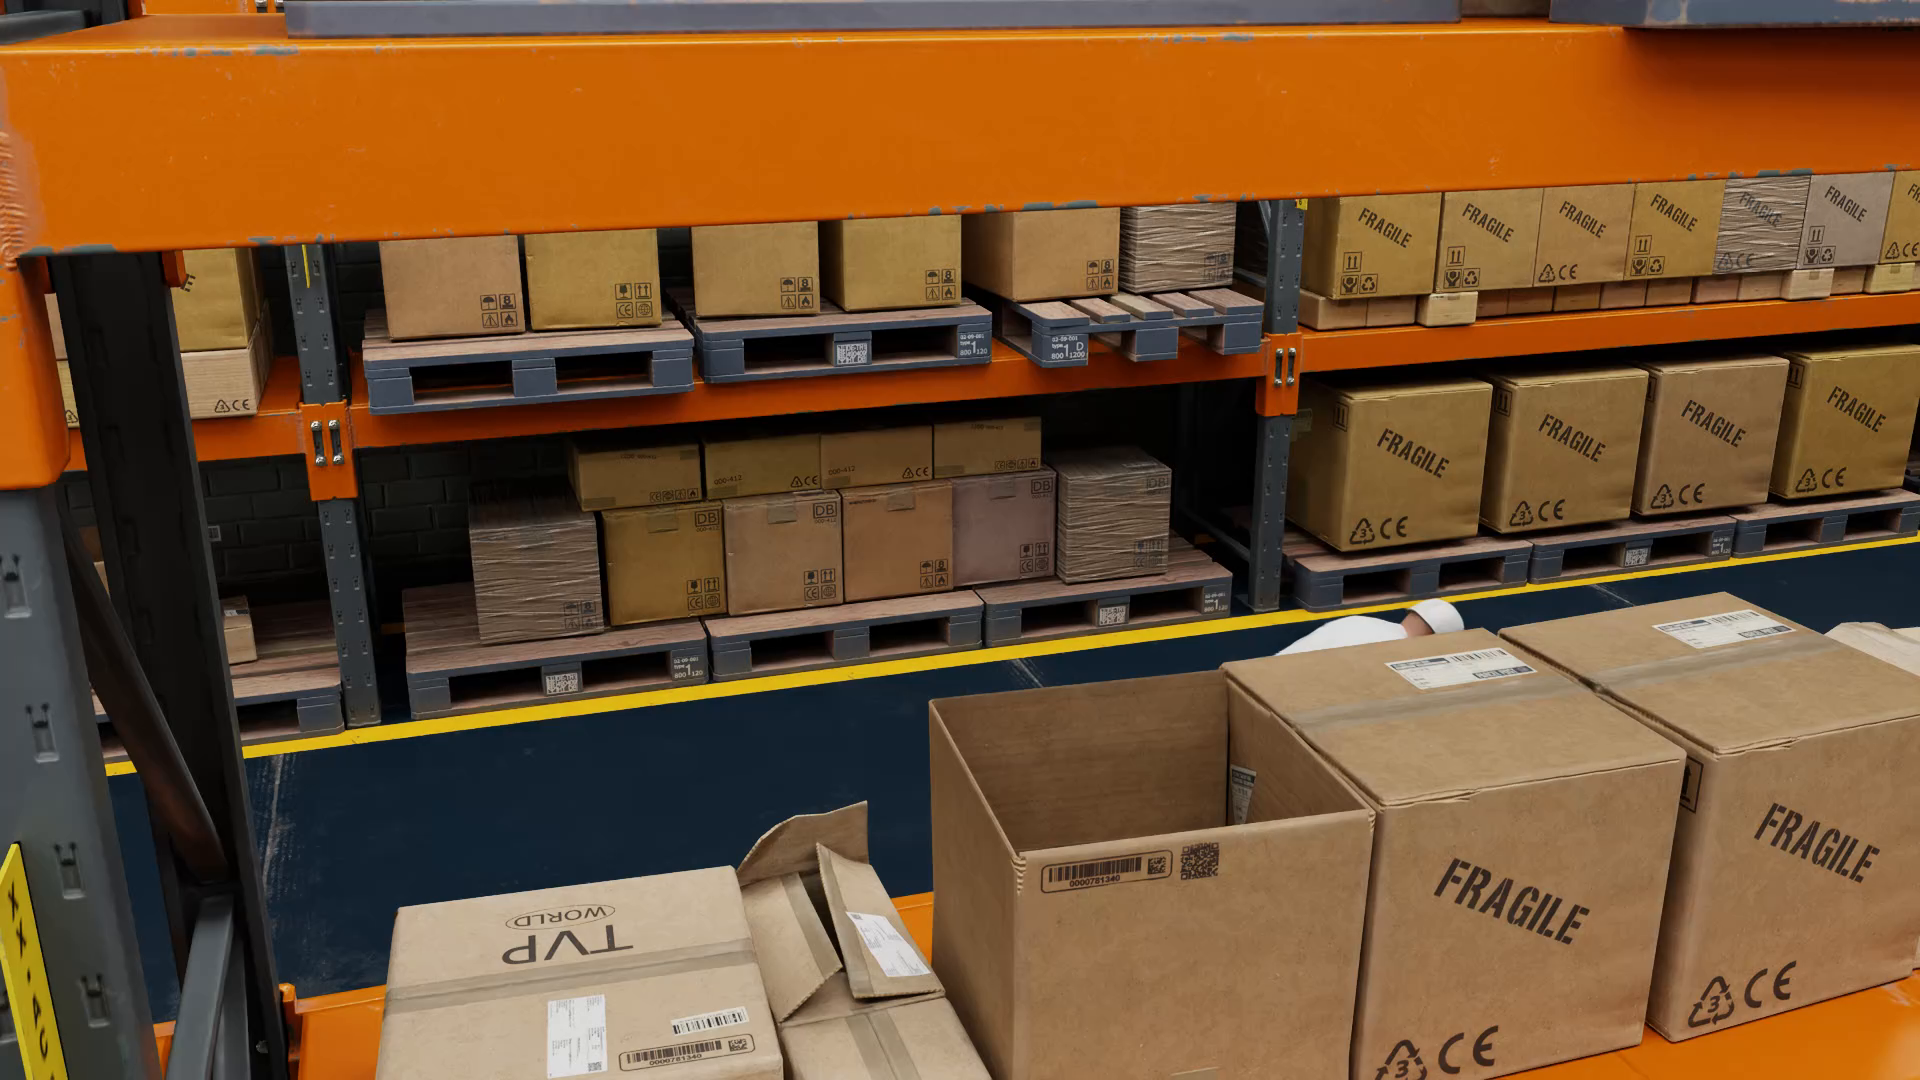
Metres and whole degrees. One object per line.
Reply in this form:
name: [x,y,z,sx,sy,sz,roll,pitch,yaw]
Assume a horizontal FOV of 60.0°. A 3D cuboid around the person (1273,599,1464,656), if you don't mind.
person: [1.335,0.676,5.762,0.923,0.877,0.547,-6,20,-18]
